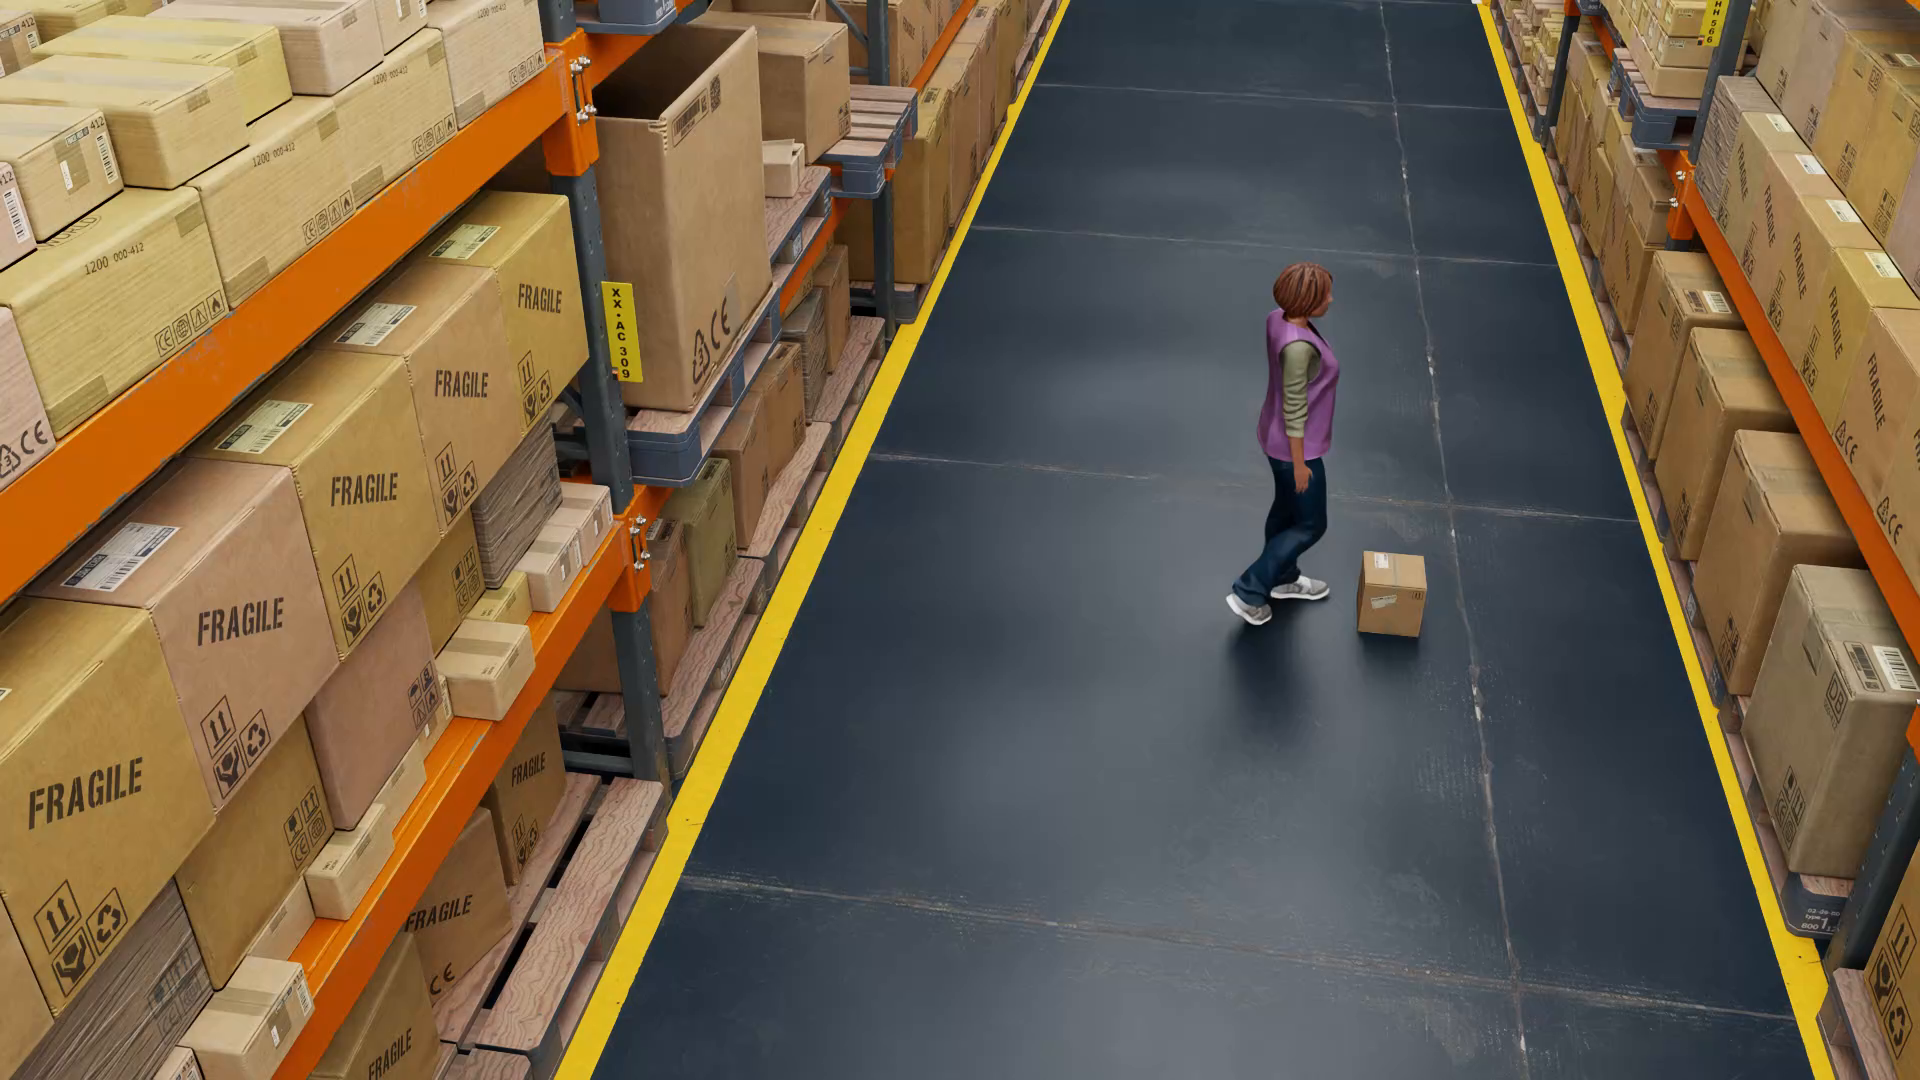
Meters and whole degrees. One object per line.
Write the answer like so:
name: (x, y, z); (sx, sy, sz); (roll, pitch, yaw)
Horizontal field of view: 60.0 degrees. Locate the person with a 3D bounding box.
person: (1.360, -0.386, 6.735); (0.486, 1.597, 0.435); (1, 33, 1)
